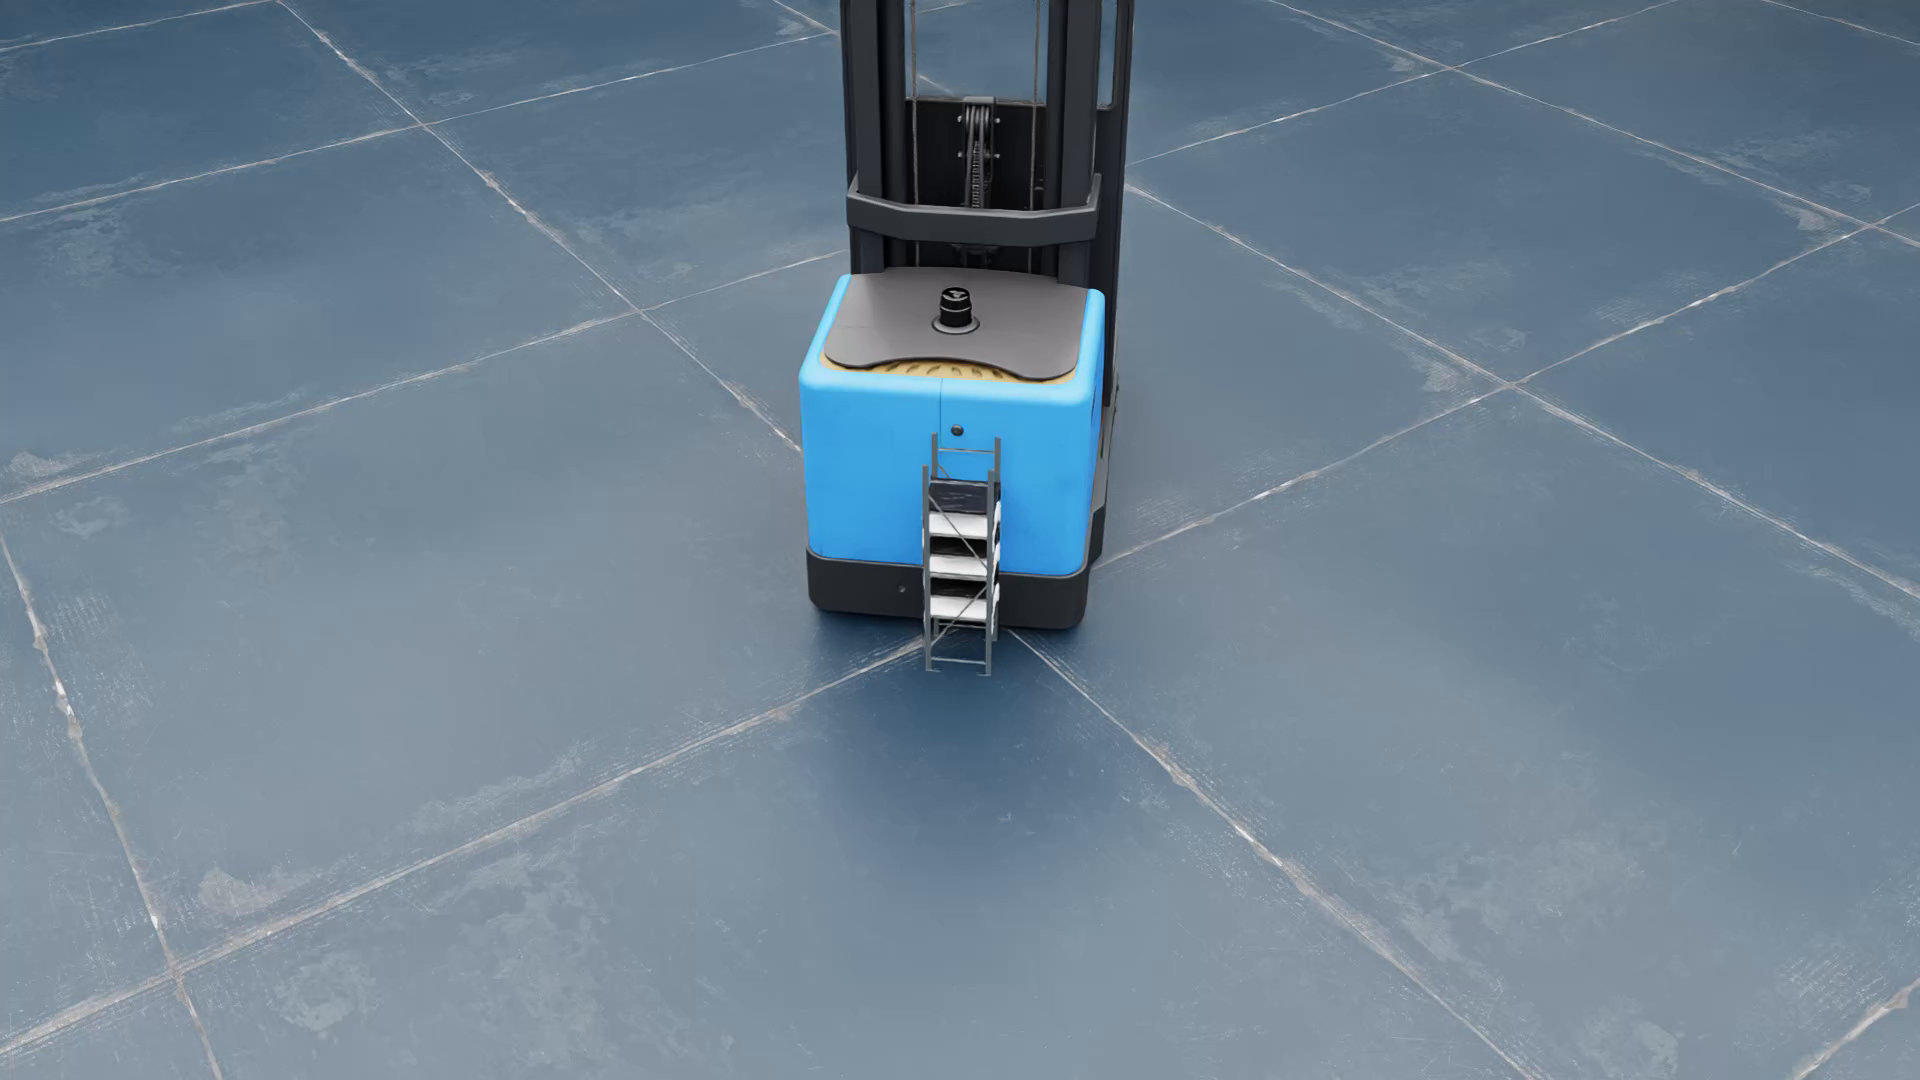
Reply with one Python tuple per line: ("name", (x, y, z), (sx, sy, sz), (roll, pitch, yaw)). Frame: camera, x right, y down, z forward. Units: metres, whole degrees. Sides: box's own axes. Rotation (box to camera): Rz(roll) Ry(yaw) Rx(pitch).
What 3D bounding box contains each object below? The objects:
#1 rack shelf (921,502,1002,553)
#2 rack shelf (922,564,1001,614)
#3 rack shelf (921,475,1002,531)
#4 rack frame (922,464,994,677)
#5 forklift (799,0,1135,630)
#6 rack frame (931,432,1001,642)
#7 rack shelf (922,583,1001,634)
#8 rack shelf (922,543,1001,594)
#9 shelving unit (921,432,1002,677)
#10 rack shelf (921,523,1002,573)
("rack shelf", (0.007, -0.055, 5.804), (0.258, 0.077, 0.200), (4, 36, 6))
("rack shelf", (0.007, 0.165, 5.962), (0.258, 0.077, 0.200), (4, 36, 6))
("rack shelf", (0.007, -0.128, 5.752), (0.258, 0.077, 0.200), (4, 36, 6))
("rack frame", (-0.006, 0.123, 5.808), (0.240, 0.900, 0.006), (4, 36, 6))
("forklift", (0.132, -1.708, 6.615), (1.130, 2.935, 3.031), (4, 36, 6))
("rack frame", (0.020, 0.006, 5.972), (0.240, 0.900, 0.006), (4, 36, 6))
("rack shelf", (0.007, 0.238, 6.014), (0.258, 0.077, 0.200), (4, 36, 6))
("rack shelf", (0.007, 0.091, 5.909), (0.258, 0.077, 0.200), (4, 36, 6))
("shelving unit", (0.007, 0.064, 5.890), (0.258, 0.900, 0.210), (4, 36, 6))
("rack shelf", (0.007, 0.018, 5.857), (0.258, 0.077, 0.200), (4, 36, 6))
